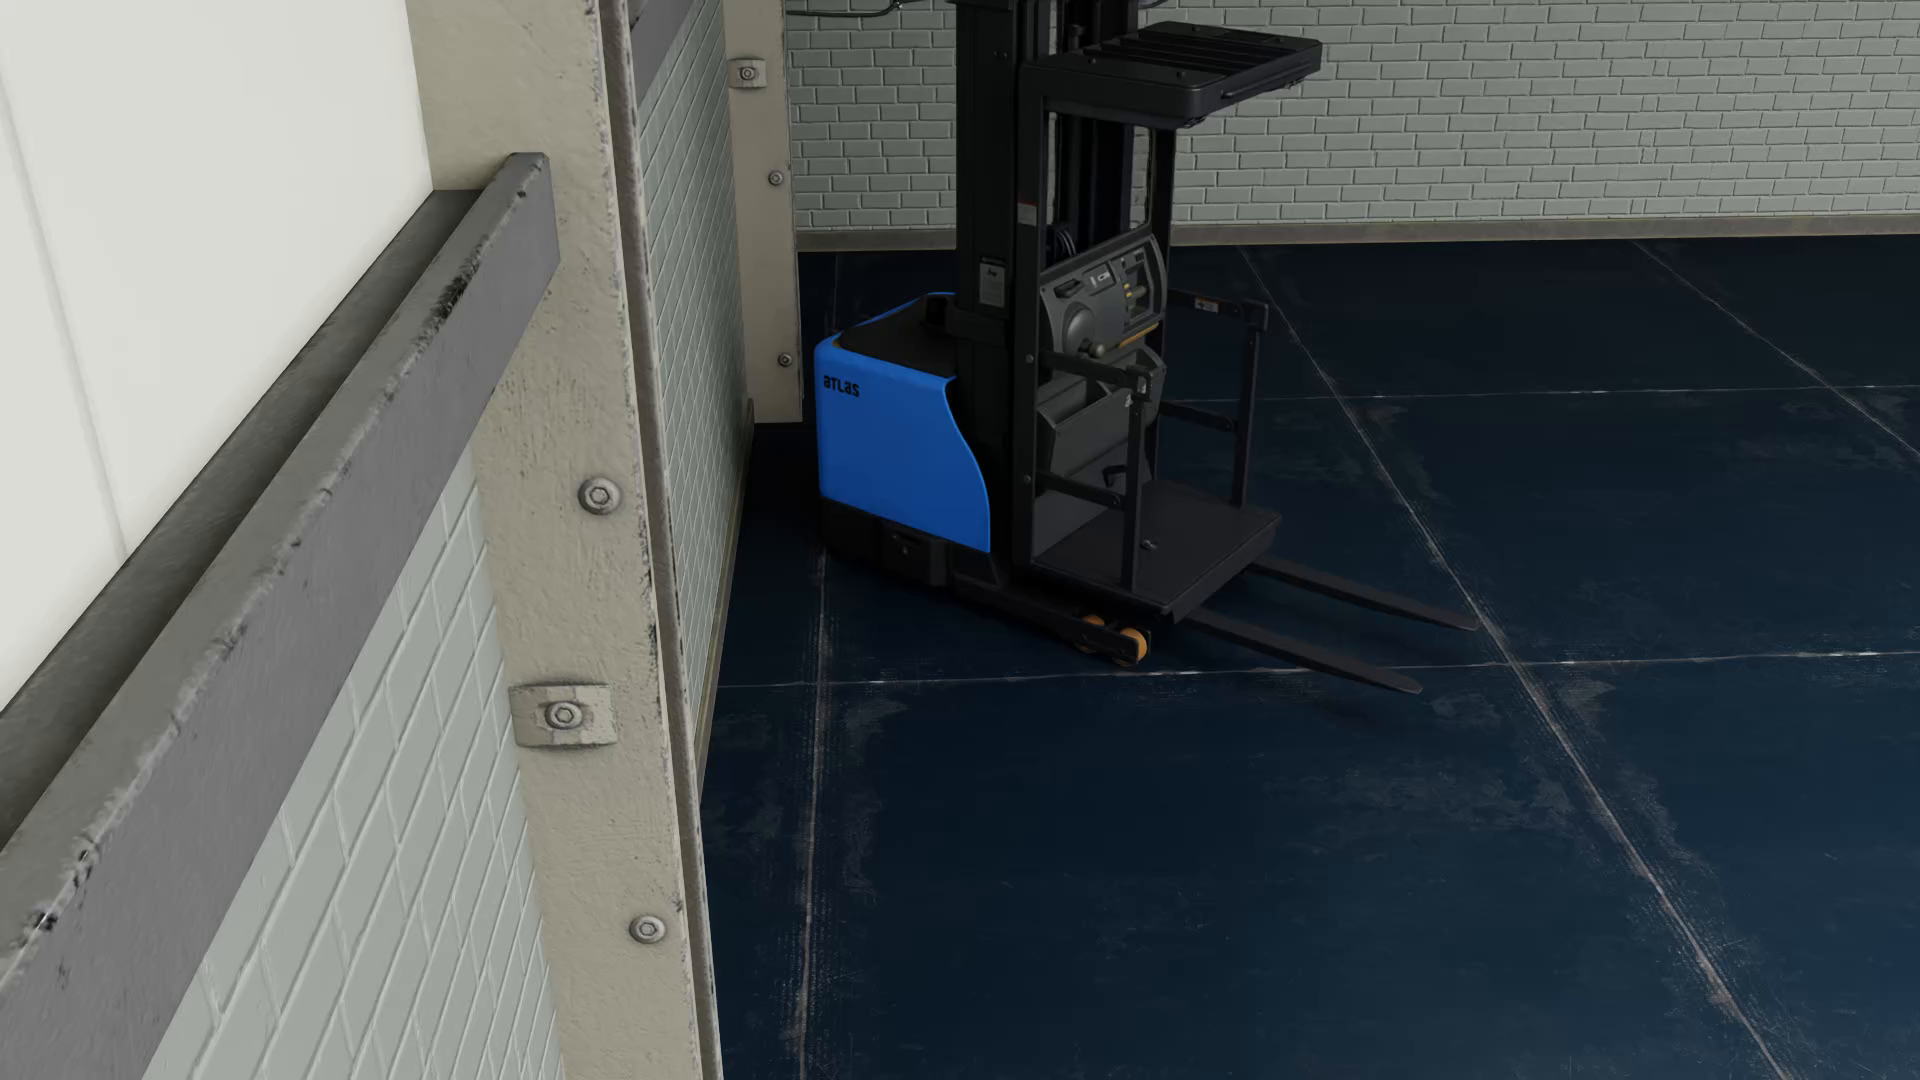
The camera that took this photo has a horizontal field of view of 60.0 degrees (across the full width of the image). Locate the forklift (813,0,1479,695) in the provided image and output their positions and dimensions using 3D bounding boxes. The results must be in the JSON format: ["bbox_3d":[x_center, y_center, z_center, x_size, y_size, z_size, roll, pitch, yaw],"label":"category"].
[{"bbox_3d":[0.794,-1.030,7.056,3.031,2.935,1.130,19,33,32],"label":"forklift"}]

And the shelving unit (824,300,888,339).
[{"bbox_3d":[-0.508,-0.654,8.368,0.215,1.050,0.252,18,33,31],"label":"shelving unit"}]

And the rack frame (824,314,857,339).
[{"bbox_3d":[-0.578,-0.608,8.280,0.200,1.050,0.008,18,33,31],"label":"rack frame"}]

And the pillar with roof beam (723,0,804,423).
[{"bbox_3d":[3.227,-4.860,7.838,9.100,9.000,0.400,-1,28,-3],"label":"pillar with roof beam"}]

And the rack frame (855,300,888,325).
[{"bbox_3d":[-0.437,-0.700,8.456,0.200,1.050,0.008,18,33,31],"label":"rack frame"}]

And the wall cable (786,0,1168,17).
[{"bbox_3d":[0.095,-4.772,11.026,3.097,2.526,0.112,-1,28,-3],"label":"wall cable"}]
